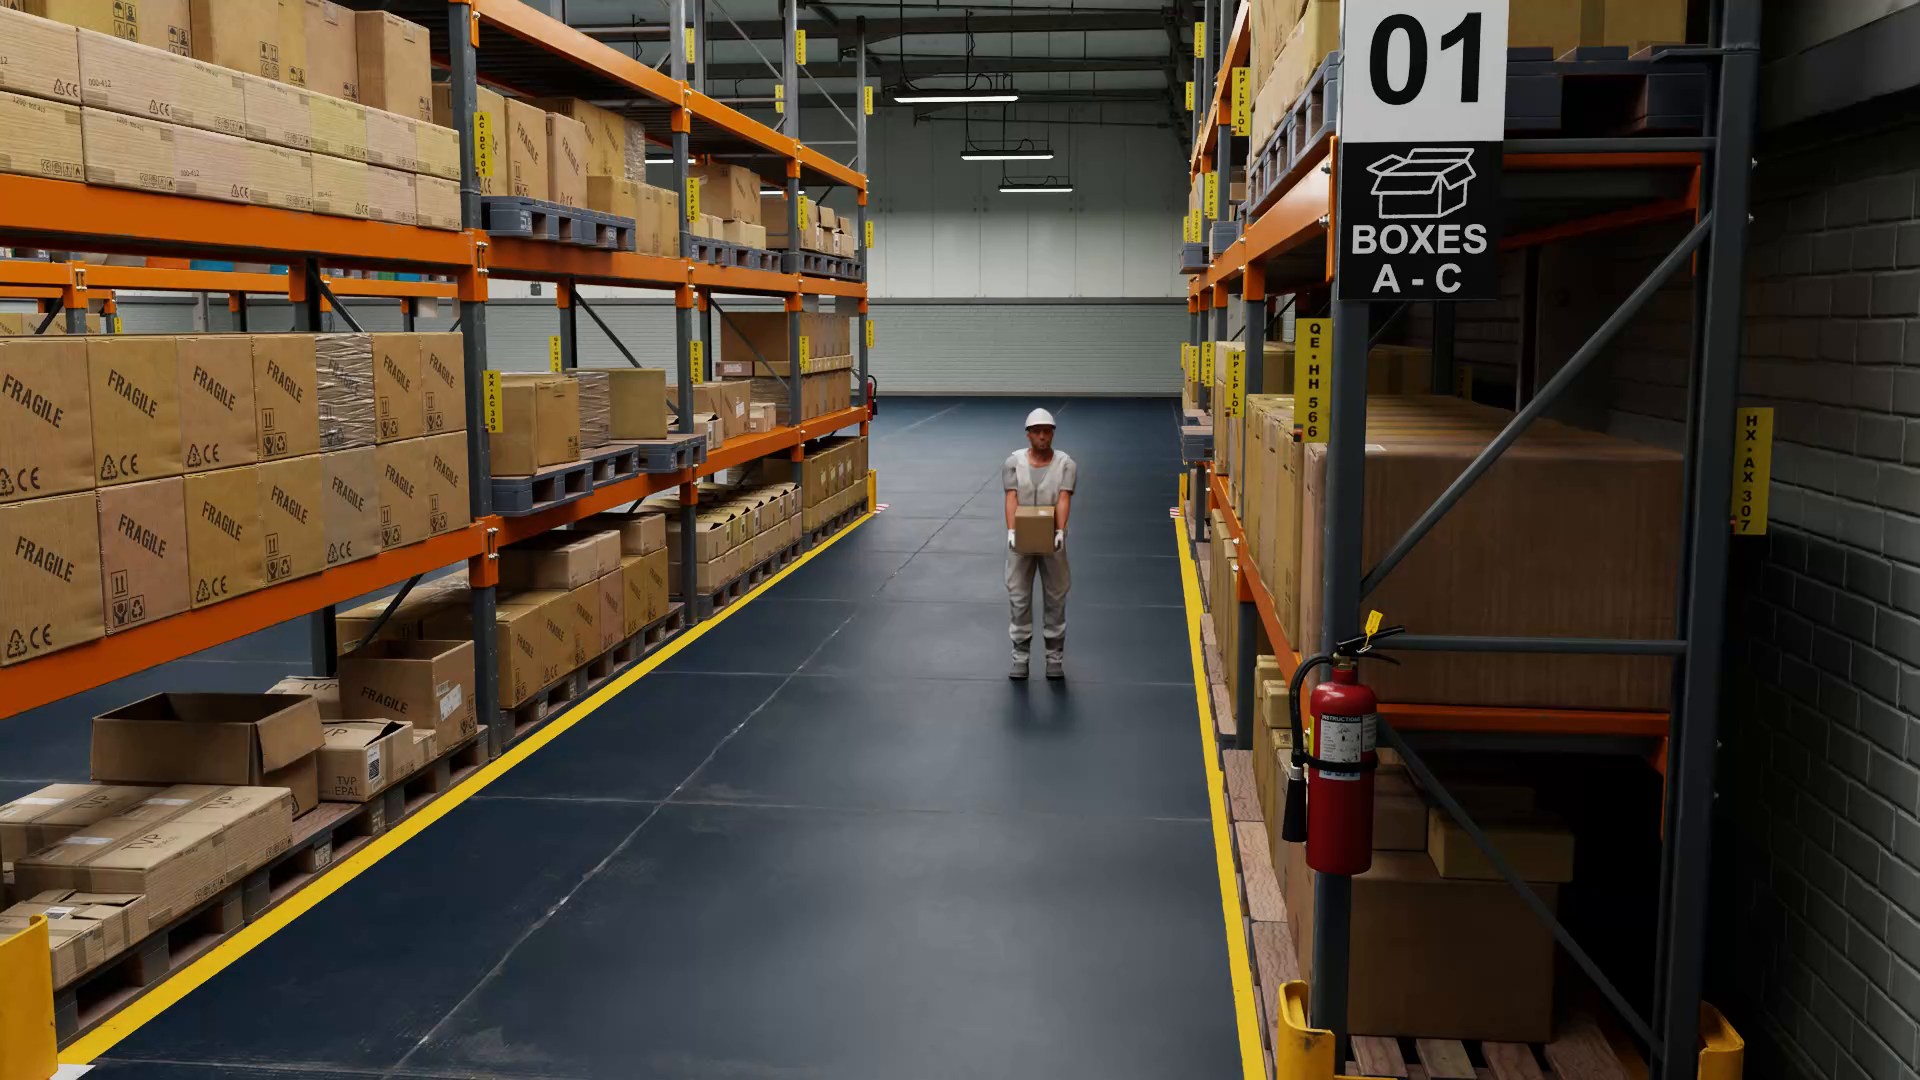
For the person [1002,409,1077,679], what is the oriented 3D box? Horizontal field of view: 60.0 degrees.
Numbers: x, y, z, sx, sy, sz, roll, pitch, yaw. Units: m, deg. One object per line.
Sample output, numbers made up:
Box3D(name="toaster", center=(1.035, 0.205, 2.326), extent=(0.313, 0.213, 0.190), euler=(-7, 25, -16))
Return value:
Box3D(name="person", center=(0.520, 0.030, 10.980), extent=(0.495, 1.784, 0.560), euler=(1, 8, 5))
